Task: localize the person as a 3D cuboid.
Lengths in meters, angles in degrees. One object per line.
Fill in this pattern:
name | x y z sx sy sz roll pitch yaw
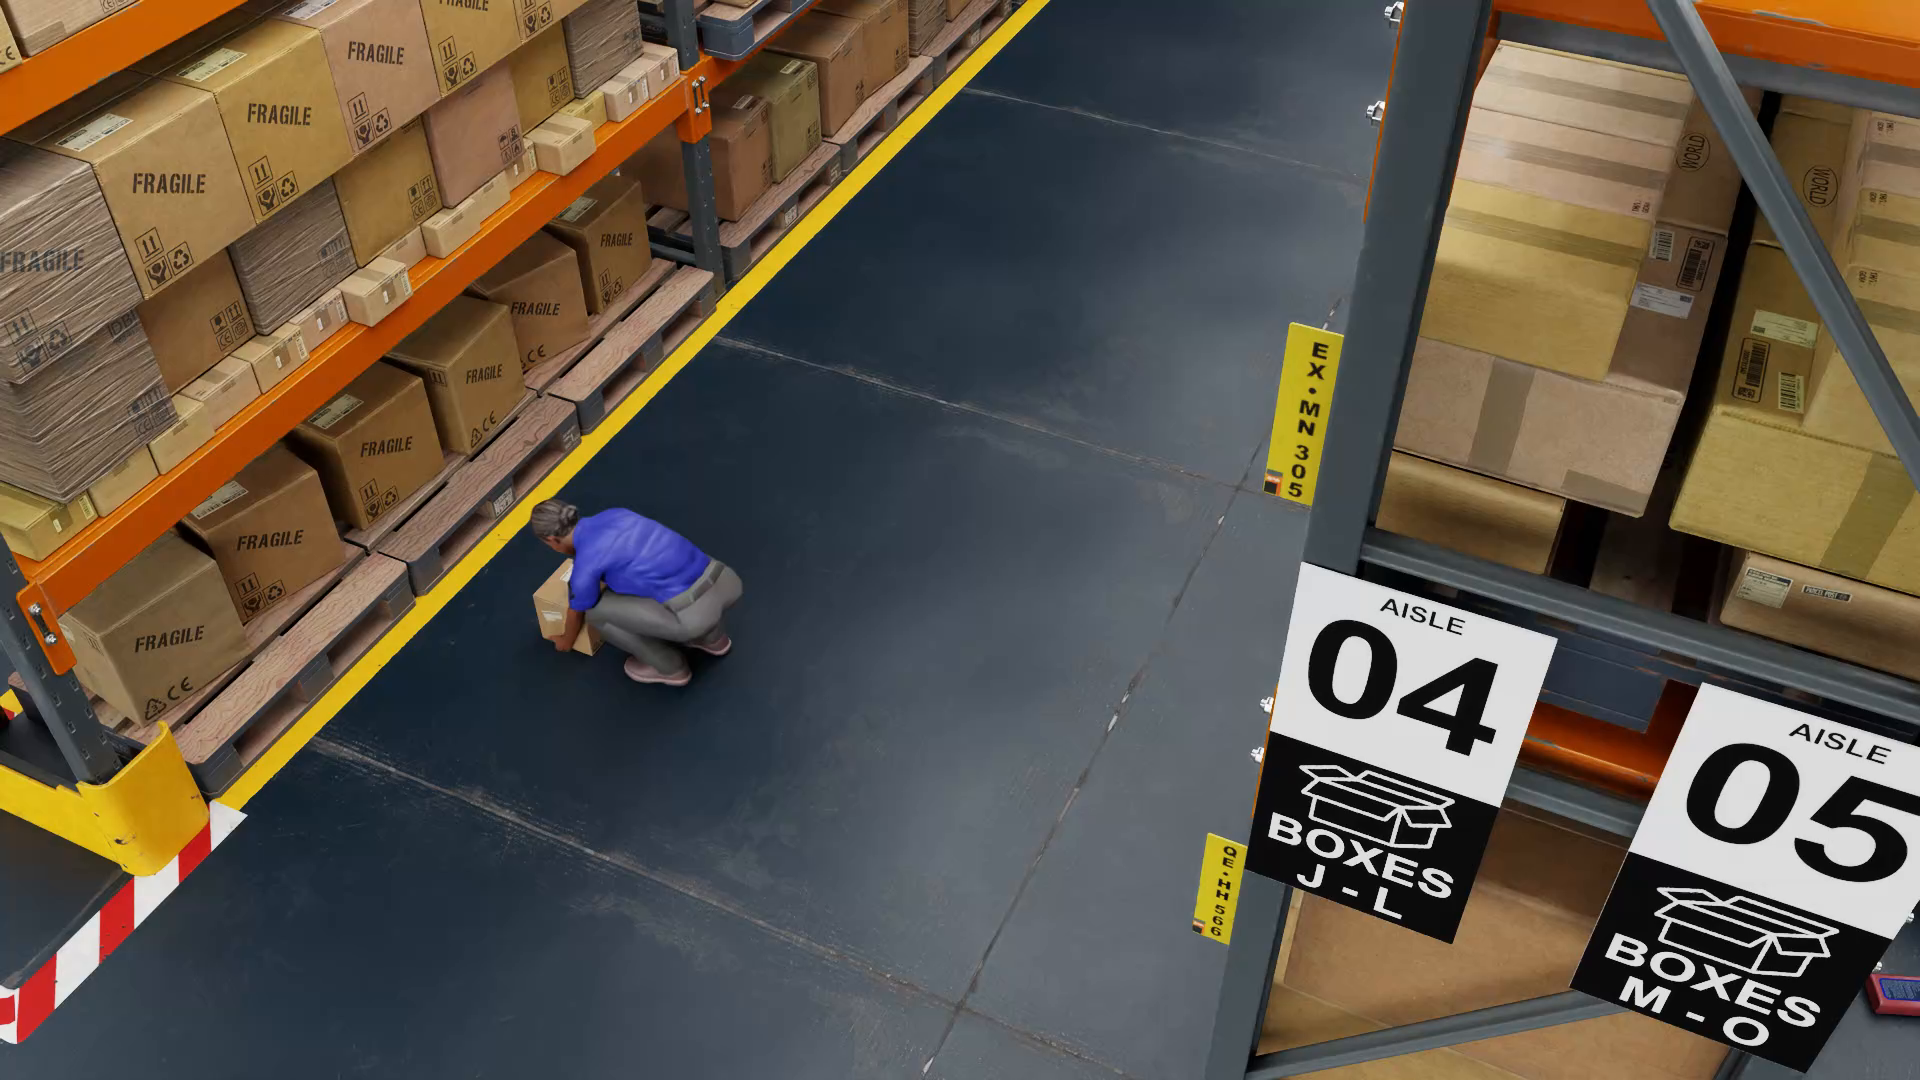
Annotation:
person | -1.281 0.213 6.668 0.832 0.785 0.461 17 45 18
